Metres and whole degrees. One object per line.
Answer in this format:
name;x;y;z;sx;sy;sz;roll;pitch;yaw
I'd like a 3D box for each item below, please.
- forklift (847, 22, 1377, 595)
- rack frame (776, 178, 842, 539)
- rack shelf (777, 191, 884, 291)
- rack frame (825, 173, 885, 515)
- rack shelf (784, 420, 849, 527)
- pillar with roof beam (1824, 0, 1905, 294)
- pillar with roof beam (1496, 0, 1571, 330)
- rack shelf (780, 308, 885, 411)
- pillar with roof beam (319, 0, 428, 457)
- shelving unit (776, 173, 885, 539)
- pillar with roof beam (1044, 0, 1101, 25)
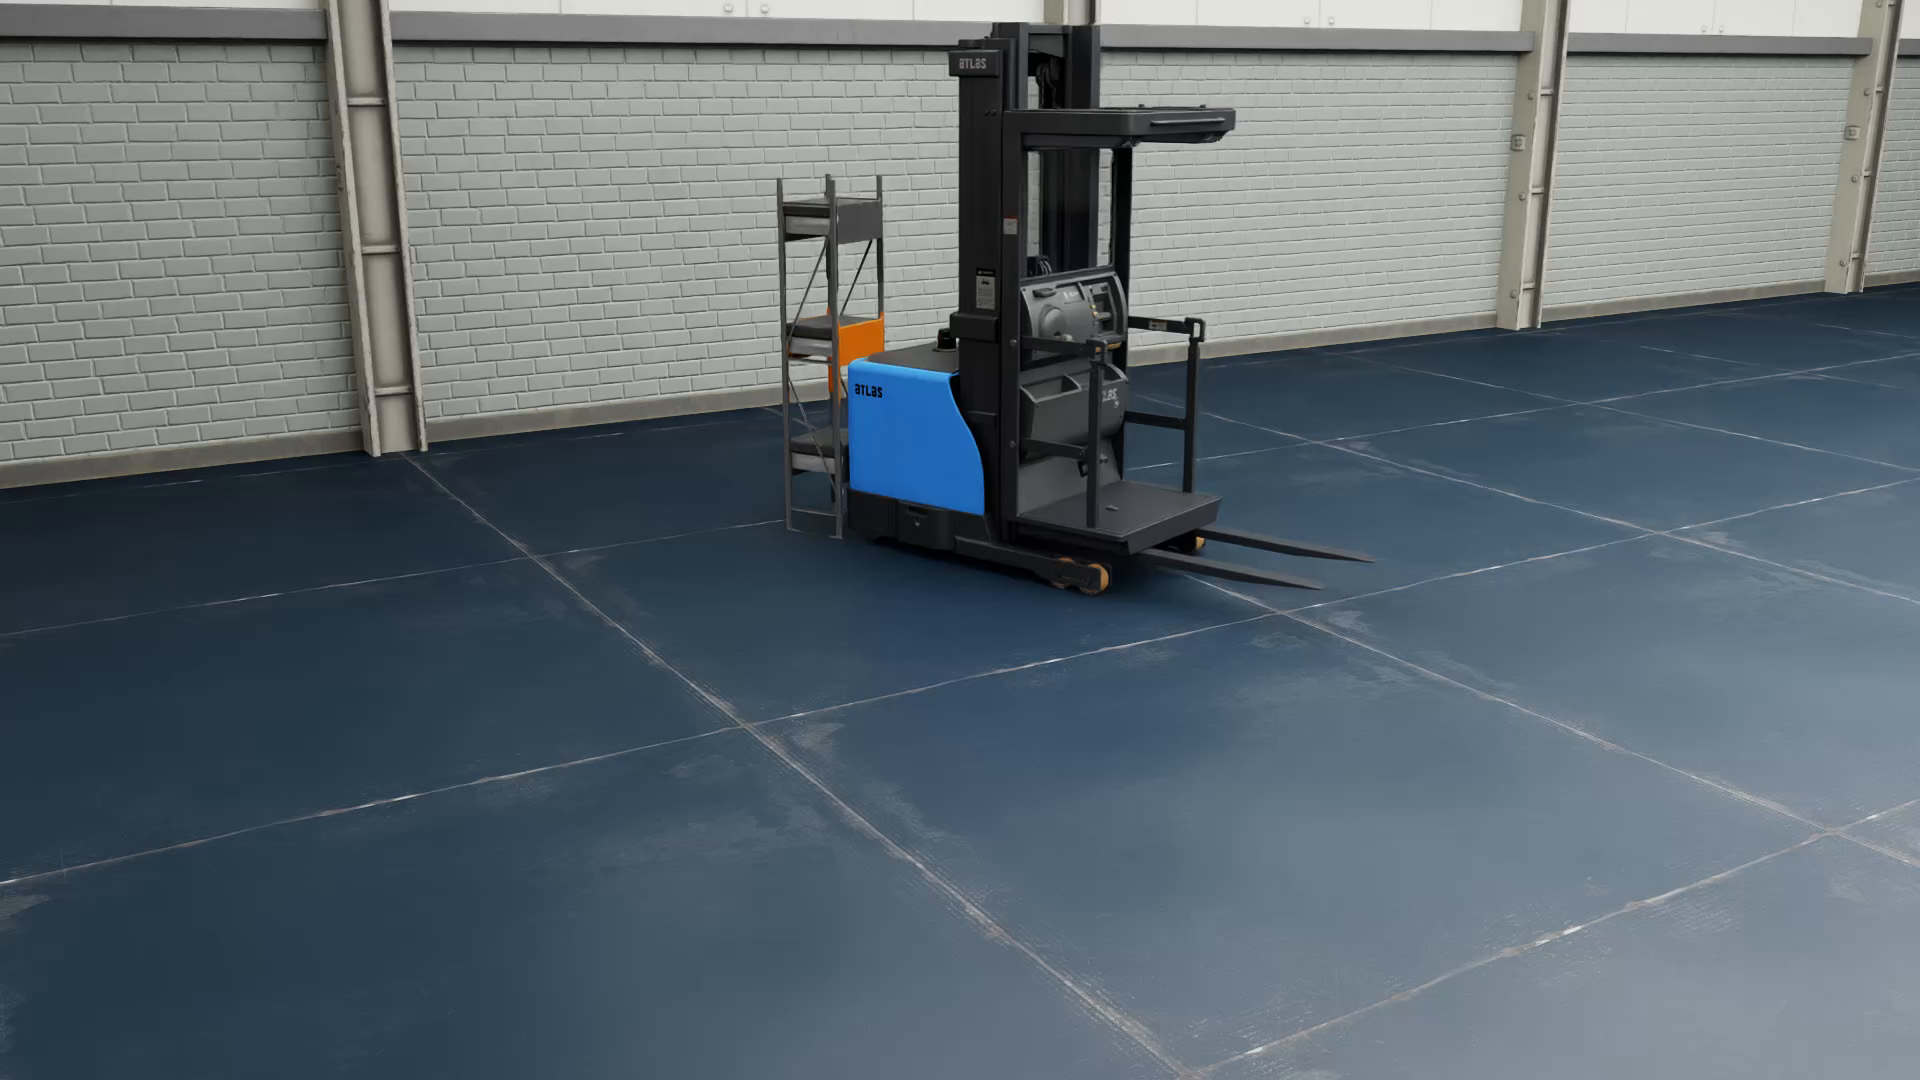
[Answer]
forklift;0.799;-1.280;9.046;3.031;2.935;1.130;12;20;37
rack frame;-0.878;-1.043;9.742;0.400;2.100;0.015;9;18;29
rack shelf;-0.755;-1.761;9.759;0.431;0.518;0.480;9;18;29
rack frame;-0.631;-1.157;10.147;0.400;2.100;0.015;9;18;29
rack shelf;-0.755;-0.413;10.137;0.431;0.518;0.480;9;18;29
pillar with roof beam;13.475;-6.507;16.451;0.400;9.000;9.100;-9;18;-30
pillar with roof beam;8.332;-5.673;13.476;0.400;9.000;9.100;-9;18;-30
rack shelf;-0.755;-1.087;9.948;0.431;0.518;0.480;9;18;29
pillar with roof beam;-1.954;-4.005;7.525;0.400;9.000;9.100;-9;18;-30
shelving unit;-0.755;-1.100;9.945;0.431;2.100;0.503;9;18;29
pillar with roof beam;3.189;-4.839;10.501;0.400;9.000;9.100;-9;18;-30
